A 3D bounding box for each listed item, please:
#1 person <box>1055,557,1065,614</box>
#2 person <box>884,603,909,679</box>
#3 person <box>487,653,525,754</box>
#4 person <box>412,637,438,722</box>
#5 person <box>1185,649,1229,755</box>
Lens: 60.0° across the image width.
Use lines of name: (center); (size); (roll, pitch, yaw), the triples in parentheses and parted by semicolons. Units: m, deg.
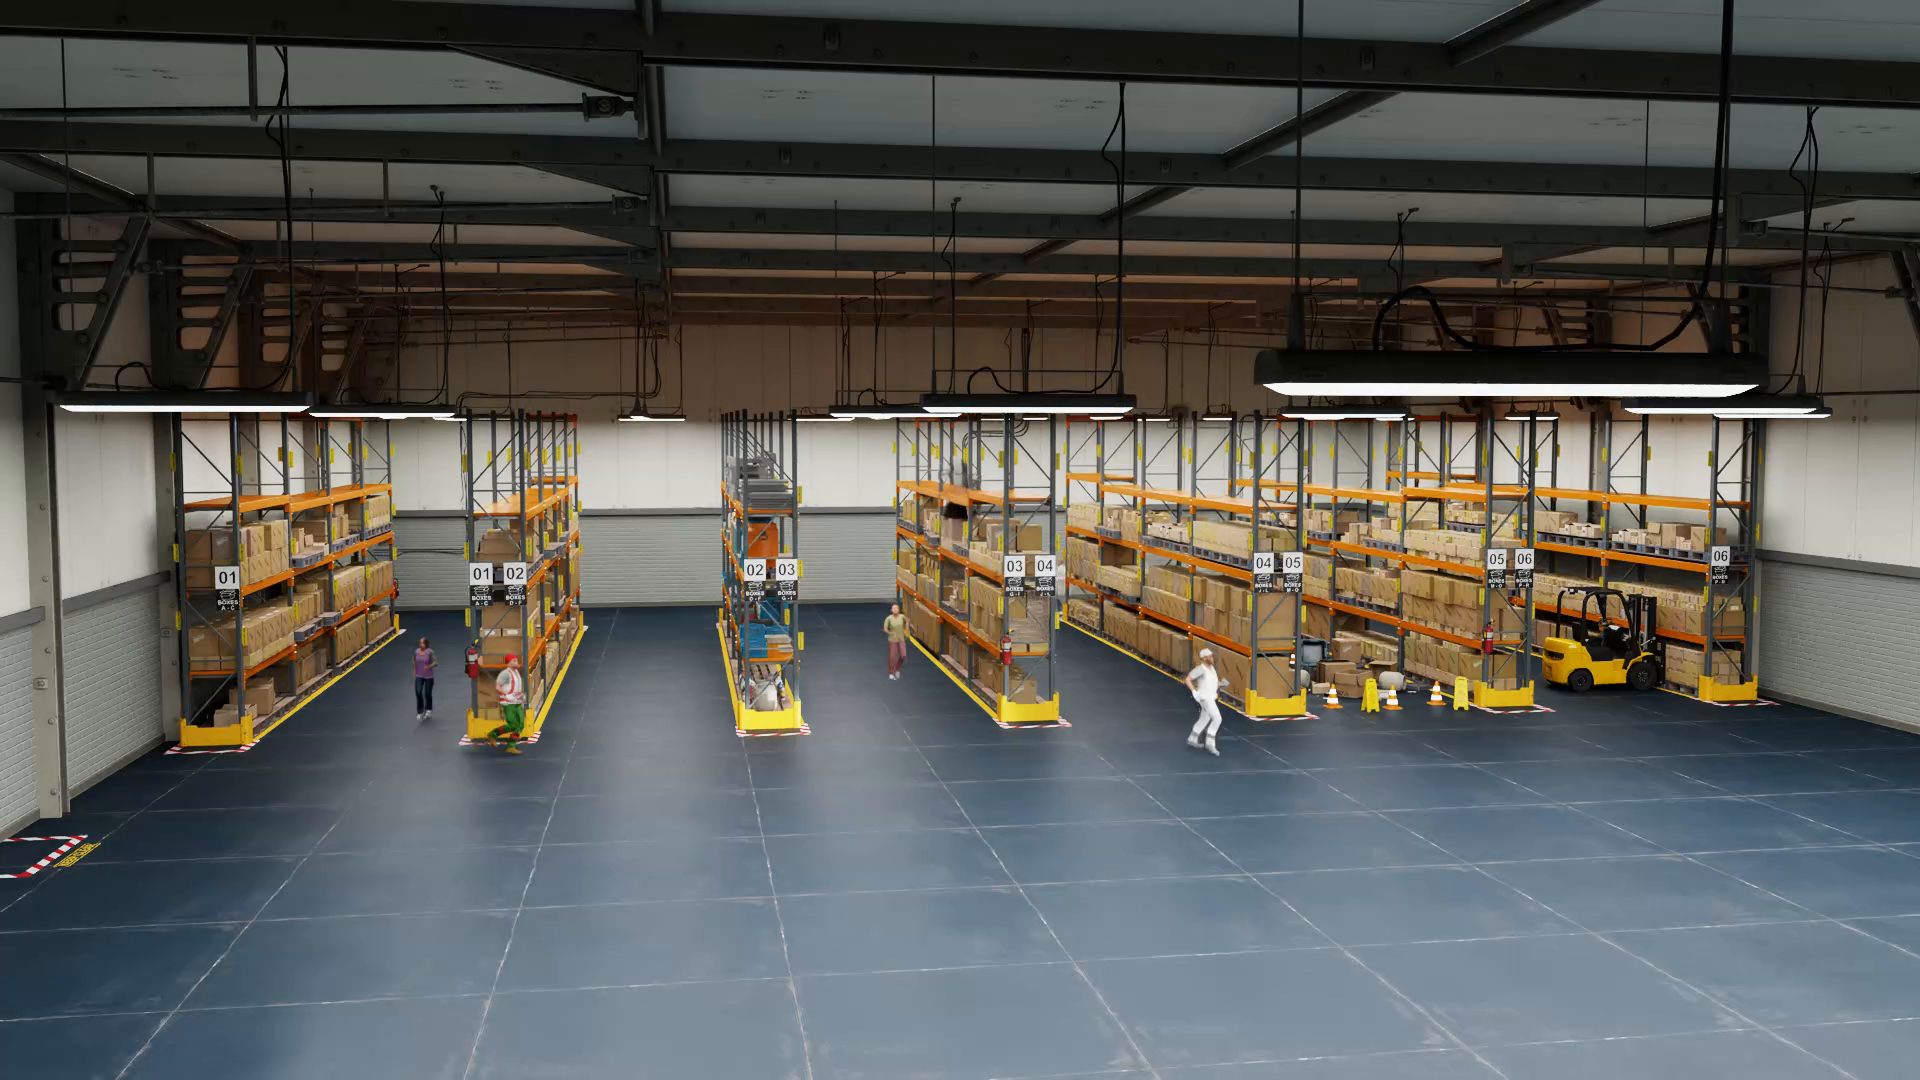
person: (3.003, 1.404, 49.592); (0.761, 1.814, 0.686); (-2, 4, -25)
person: (-1.339, 2.154, 35.276); (0.596, 1.643, 0.713); (-1, 4, -15)
person: (-7.867, 2.840, 28.971); (0.632, 1.742, 0.680); (1, 4, 15)
person: (-10.354, 2.691, 32.177); (0.524, 1.637, 0.710); (-1, 4, -8)
person: (4.306, 2.807, 28.963); (0.763, 1.831, 0.649); (2, 5, 28)
